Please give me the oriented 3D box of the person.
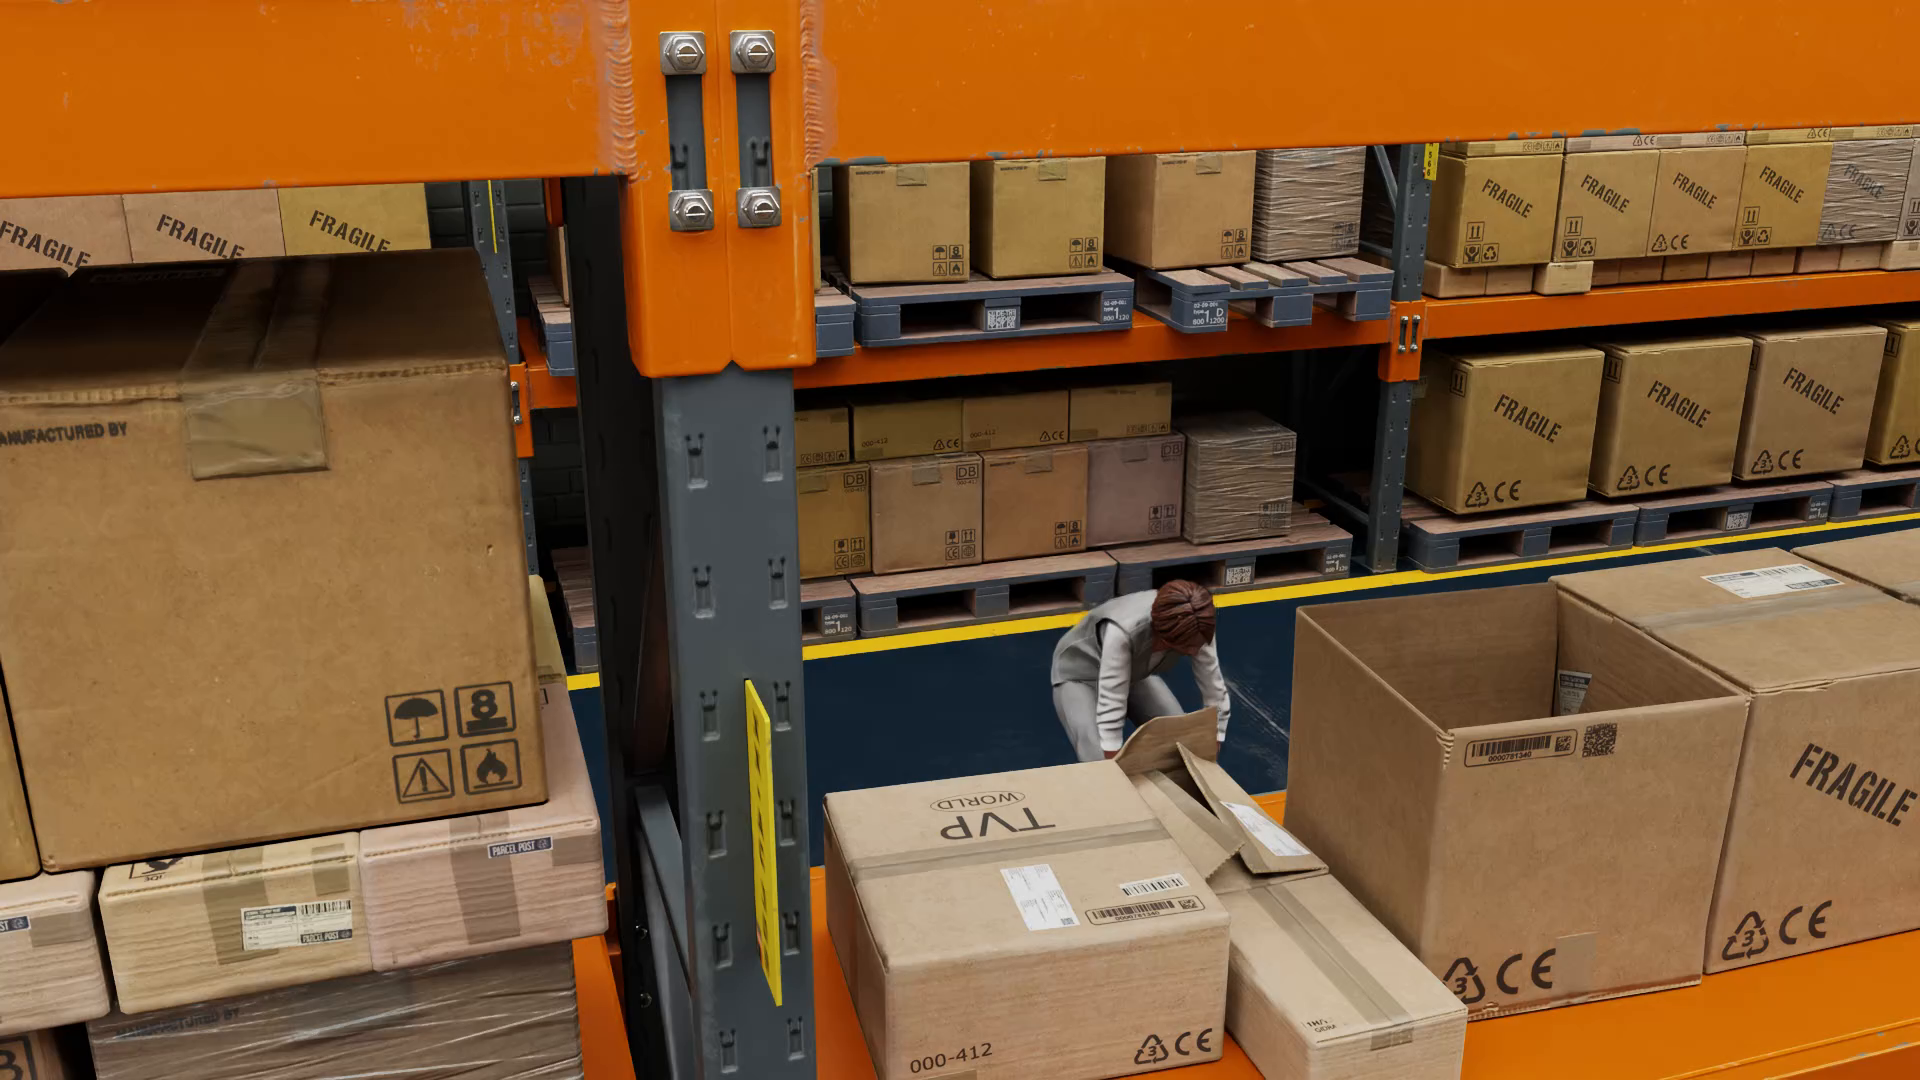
[{"bbox_3d":[0.572,0.556,5.323,0.461,1.061,0.754,-6,20,-17],"label":"person"}]
